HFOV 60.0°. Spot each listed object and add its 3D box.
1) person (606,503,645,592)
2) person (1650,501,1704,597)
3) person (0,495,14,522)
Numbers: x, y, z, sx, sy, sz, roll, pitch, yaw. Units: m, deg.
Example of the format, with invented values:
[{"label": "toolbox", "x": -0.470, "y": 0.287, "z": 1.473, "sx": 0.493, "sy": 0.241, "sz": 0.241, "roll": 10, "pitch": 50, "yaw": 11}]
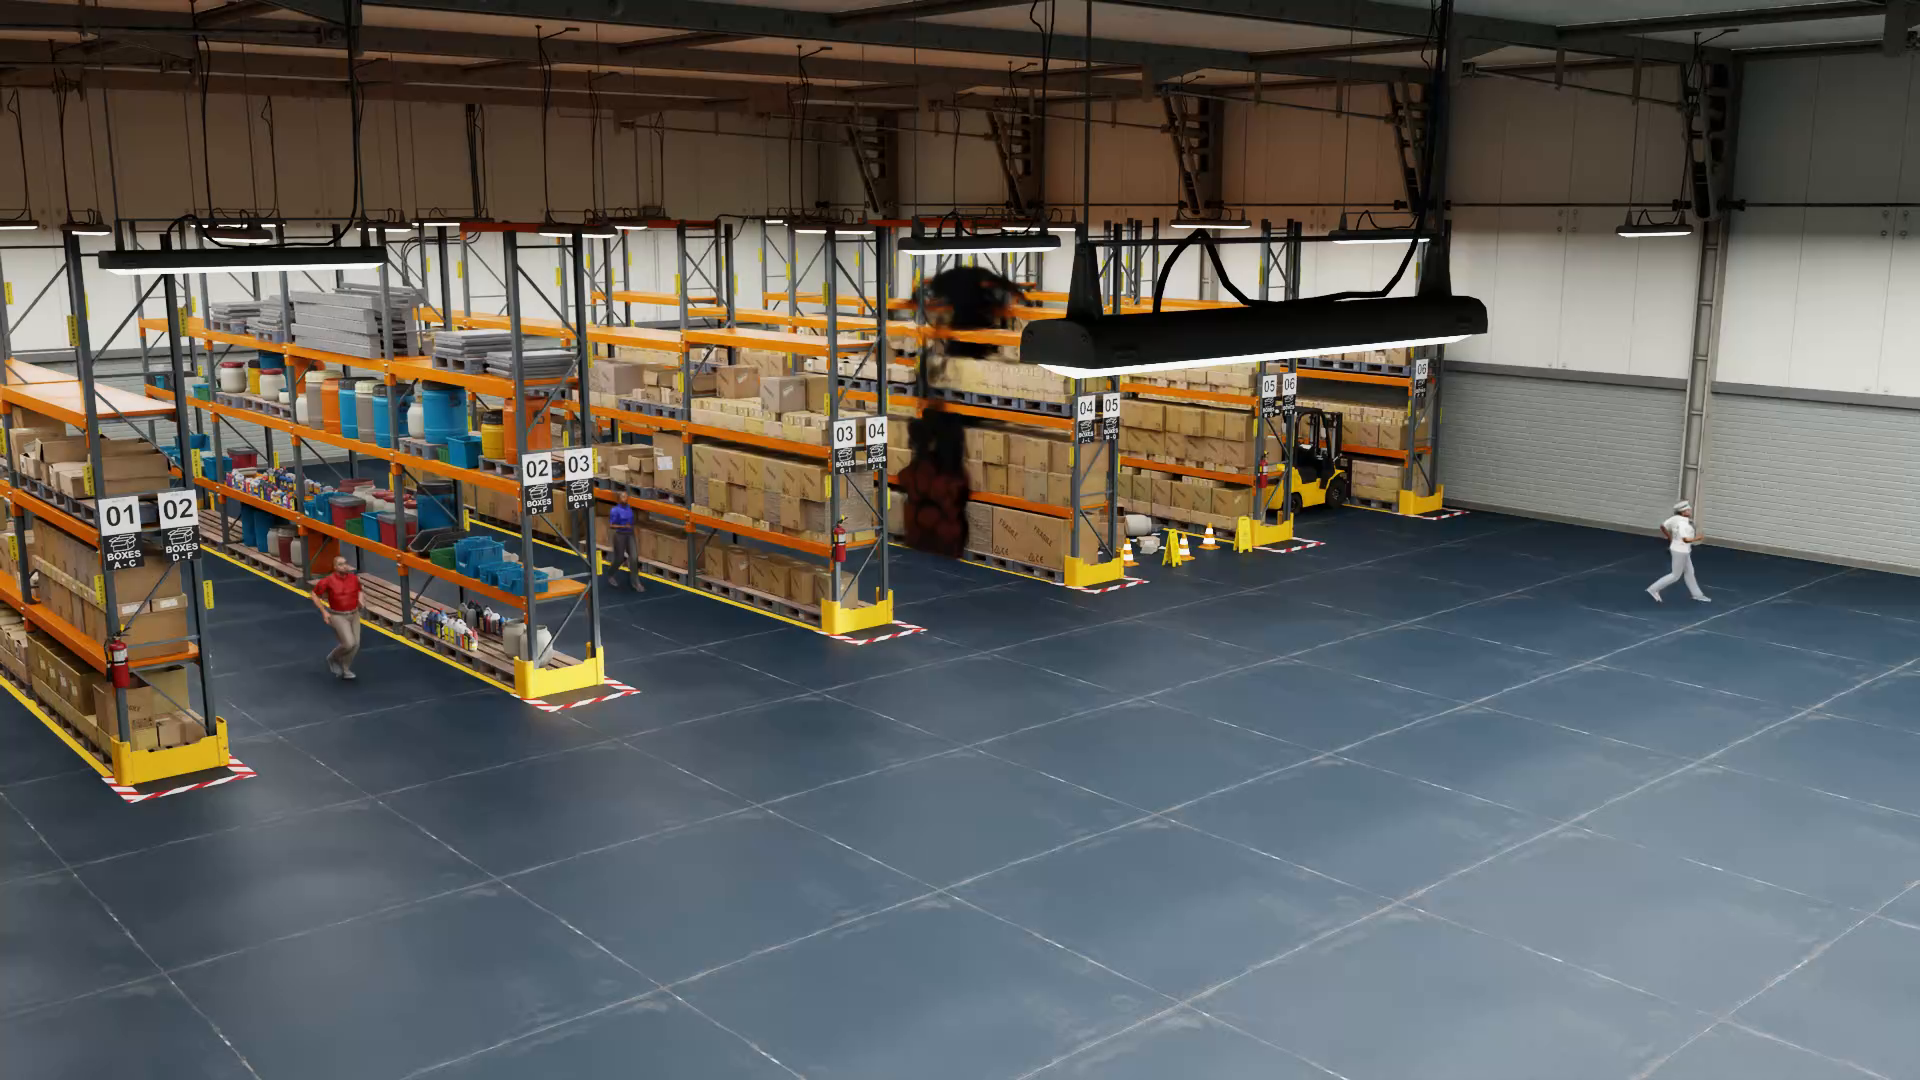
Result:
[{"label": "person", "x": -5.517, "y": 0.127, "z": 27.535, "sx": 0.719, "sy": 1.418, "sz": 0.542, "roll": 10, "pitch": 15, "yaw": 41}, {"label": "person", "x": 11.504, "y": 0.139, "z": 26.570, "sx": 0.851, "sy": 1.576, "sz": 0.589, "roll": 2, "pitch": 12, "yaw": 11}, {"label": "person", "x": -18.484, "y": -0.741, "z": 31.853, "sx": 0.673, "sy": 1.505, "sz": 0.825, "roll": 3, "pitch": 12, "yaw": 16}]
